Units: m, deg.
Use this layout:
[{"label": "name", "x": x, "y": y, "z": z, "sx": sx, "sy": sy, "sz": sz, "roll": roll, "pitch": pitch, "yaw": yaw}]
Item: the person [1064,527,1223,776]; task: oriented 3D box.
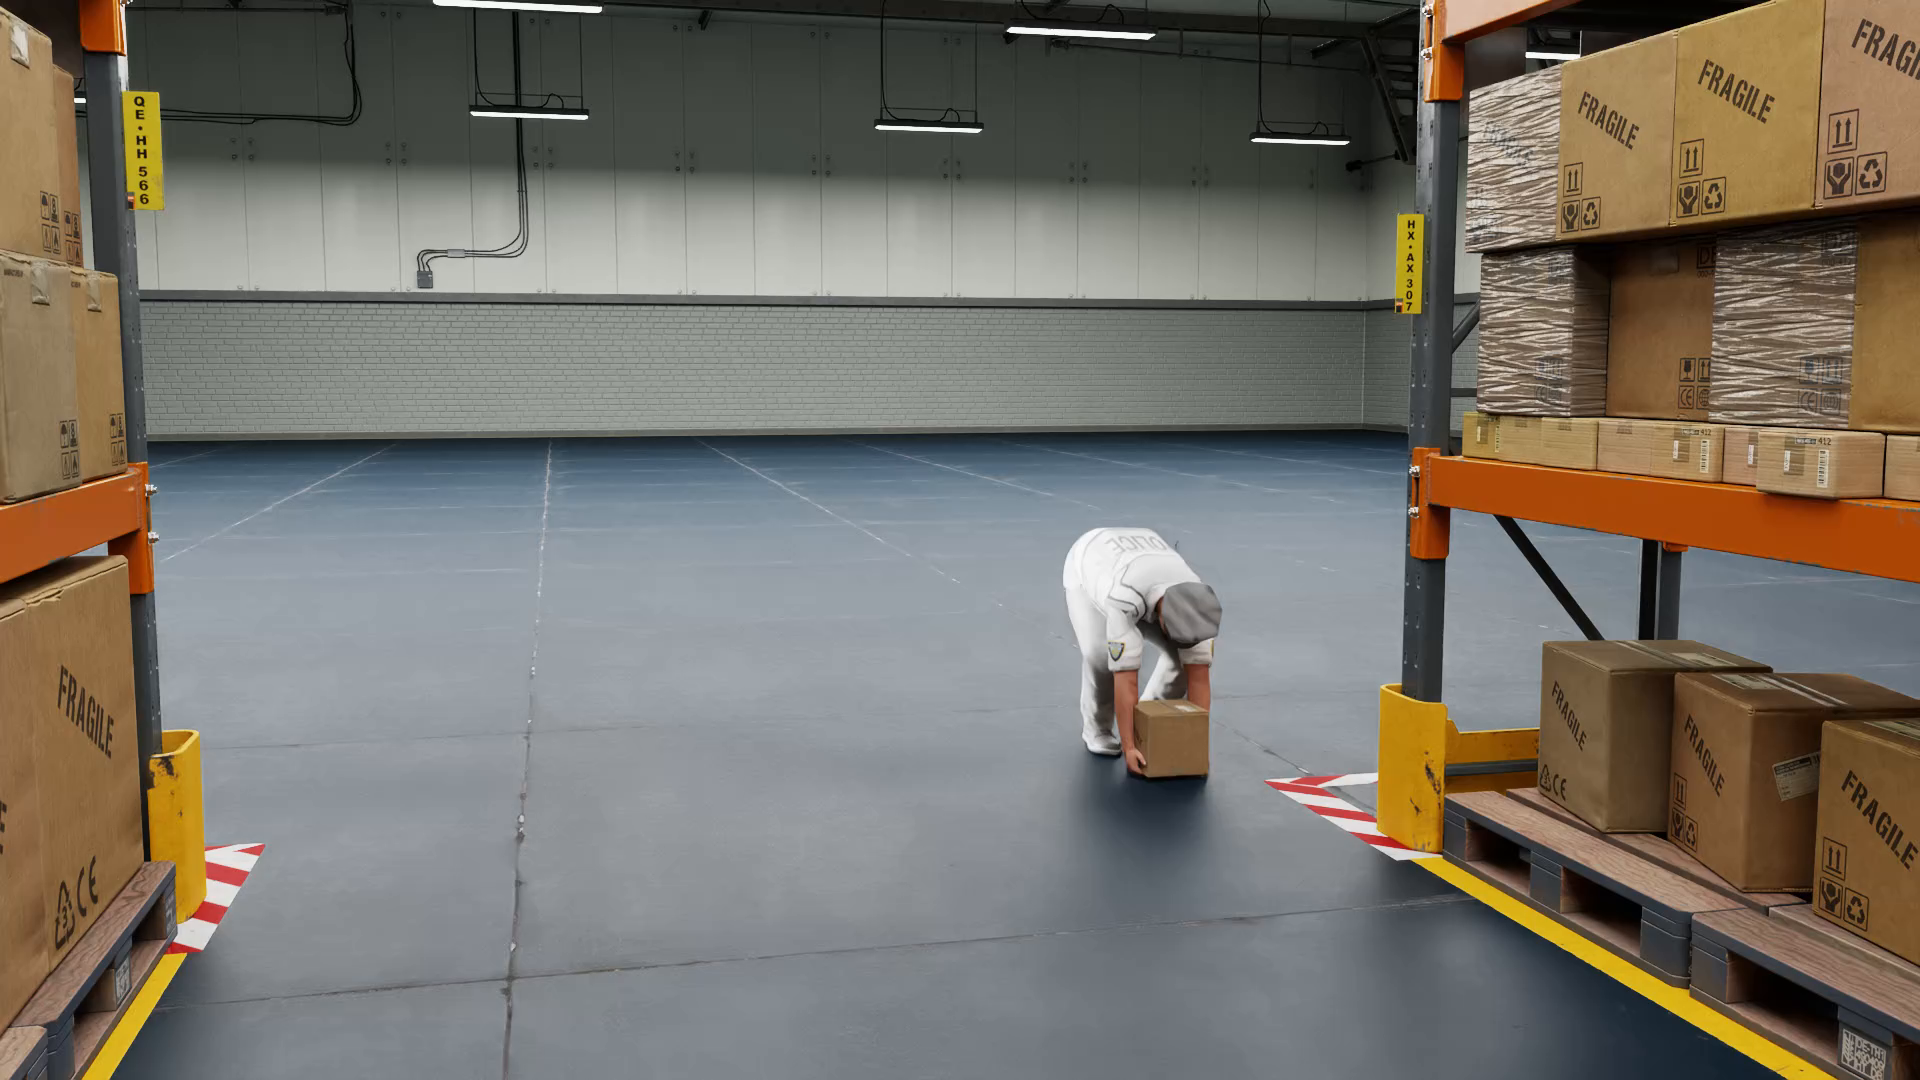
[{"label": "person", "x": 0.763, "y": 0.430, "z": 6.804, "sx": 0.536, "sy": 0.929, "sz": 1.025, "roll": -2, "pitch": 6, "yaw": -16}]
